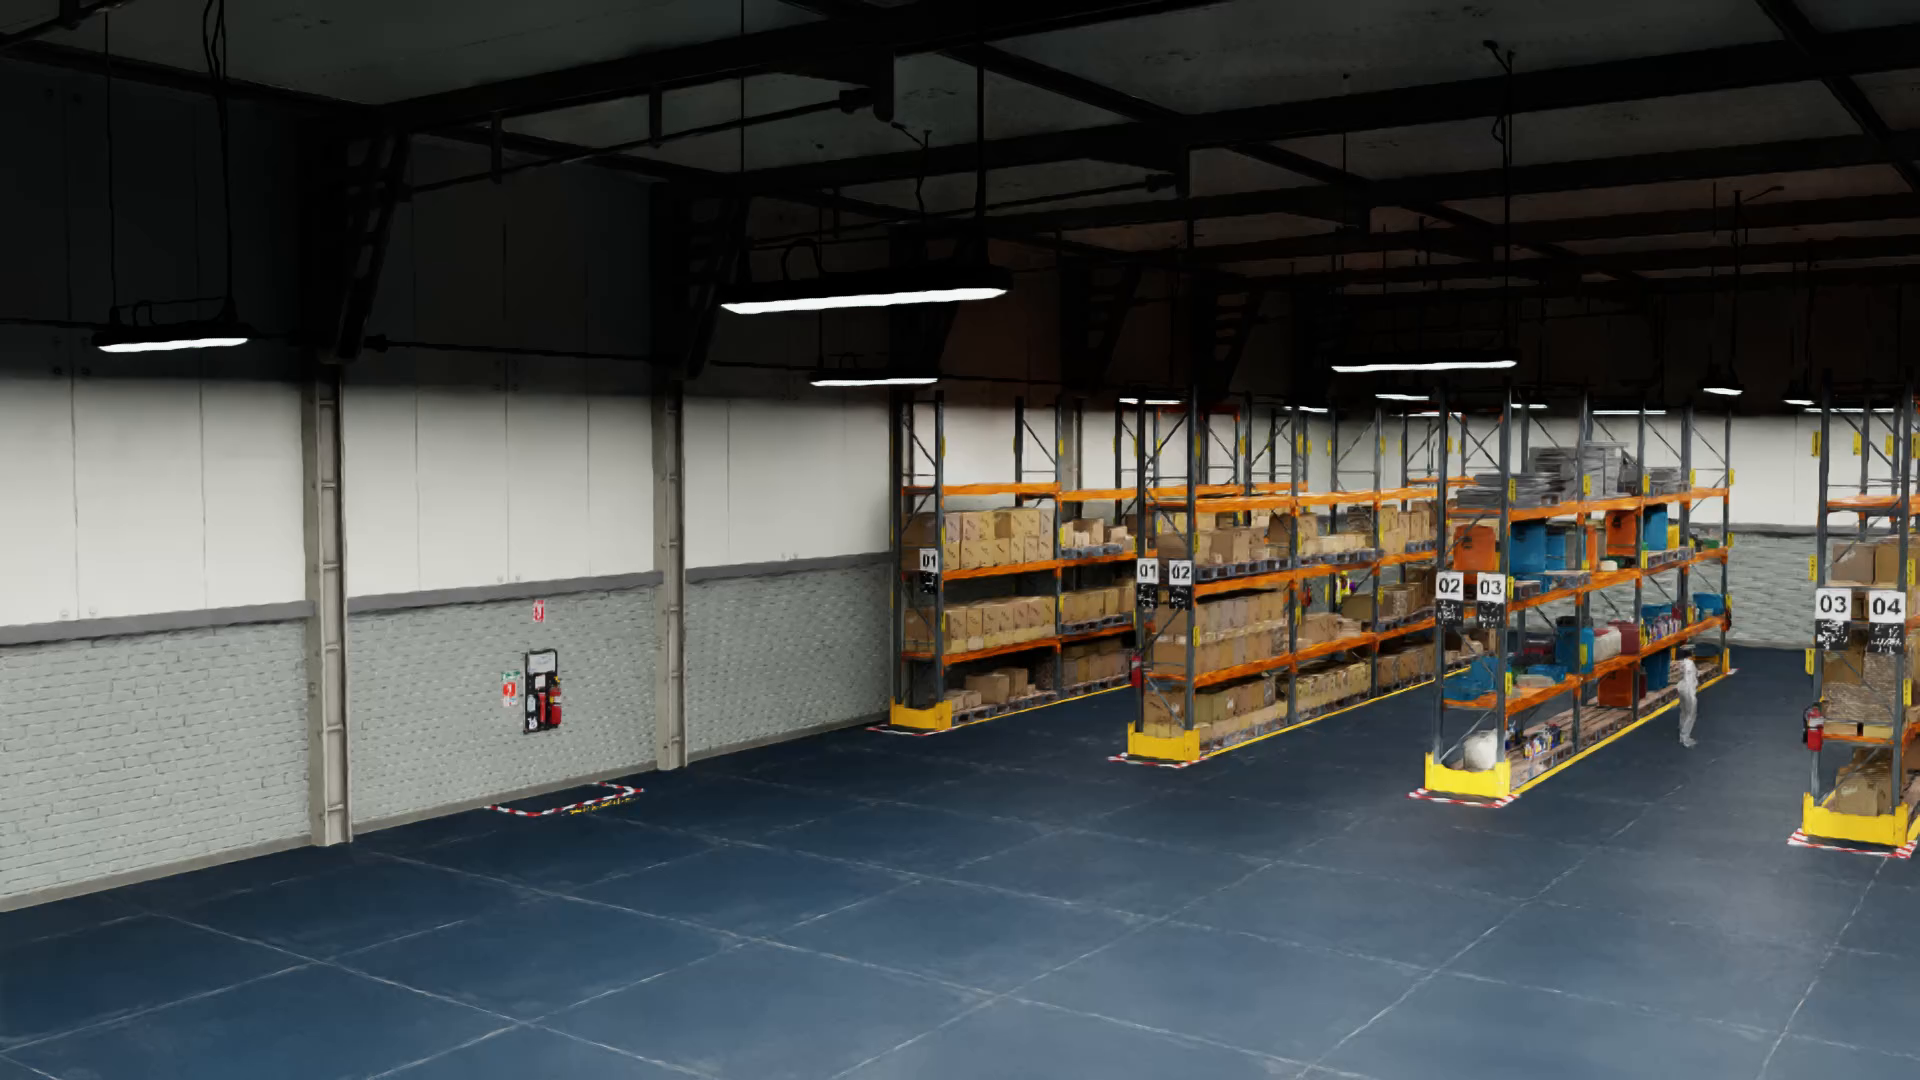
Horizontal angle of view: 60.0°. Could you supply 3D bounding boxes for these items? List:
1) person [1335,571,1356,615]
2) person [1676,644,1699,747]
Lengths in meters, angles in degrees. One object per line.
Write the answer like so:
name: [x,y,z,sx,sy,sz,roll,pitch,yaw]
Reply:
person: [10.273,1.639,44.531,0.712,1.697,0.831,1,3,17]
person: [12.245,2.613,27.954,0.361,1.727,0.538,0,3,8]
